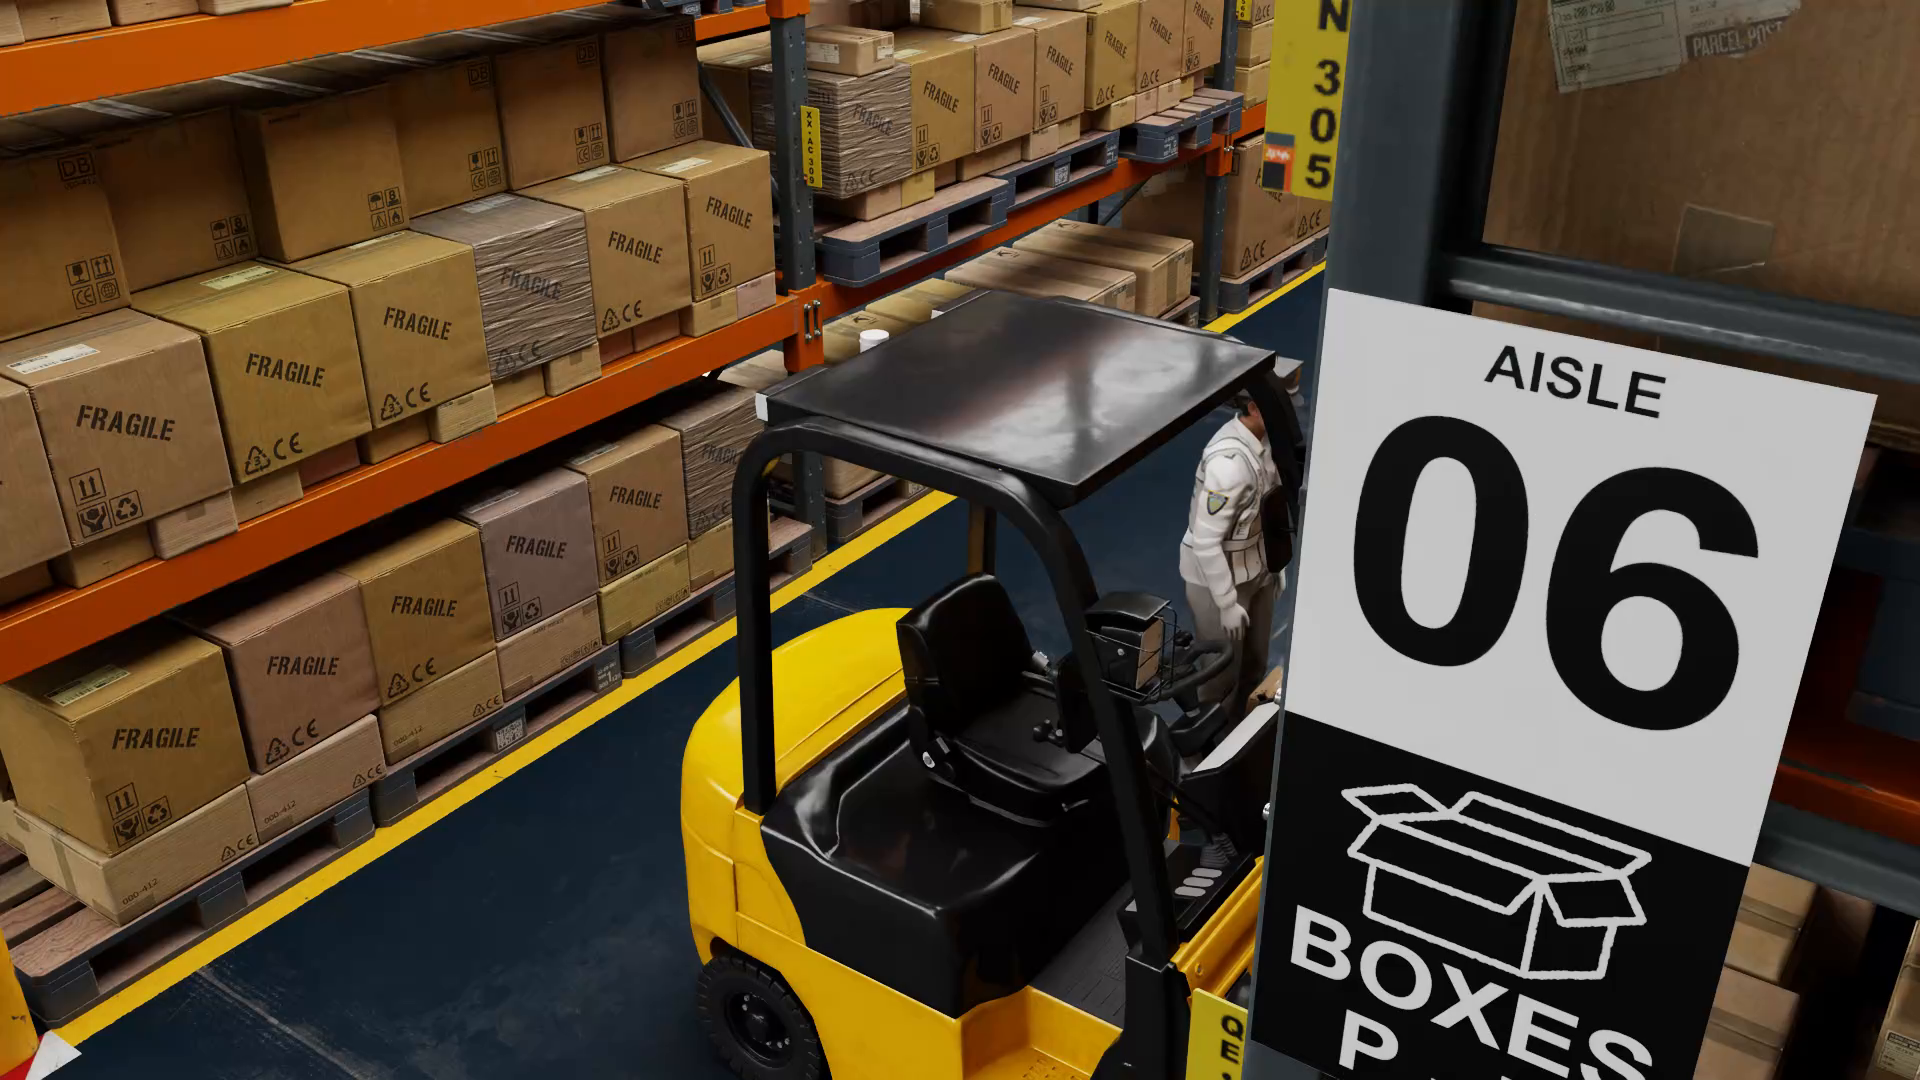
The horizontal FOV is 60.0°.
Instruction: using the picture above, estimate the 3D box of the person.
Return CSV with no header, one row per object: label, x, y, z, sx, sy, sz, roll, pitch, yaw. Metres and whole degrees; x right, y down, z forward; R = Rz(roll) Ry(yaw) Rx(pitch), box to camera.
person,0.964,0.145,5.826,0.358,1.668,0.511,16,31,29
